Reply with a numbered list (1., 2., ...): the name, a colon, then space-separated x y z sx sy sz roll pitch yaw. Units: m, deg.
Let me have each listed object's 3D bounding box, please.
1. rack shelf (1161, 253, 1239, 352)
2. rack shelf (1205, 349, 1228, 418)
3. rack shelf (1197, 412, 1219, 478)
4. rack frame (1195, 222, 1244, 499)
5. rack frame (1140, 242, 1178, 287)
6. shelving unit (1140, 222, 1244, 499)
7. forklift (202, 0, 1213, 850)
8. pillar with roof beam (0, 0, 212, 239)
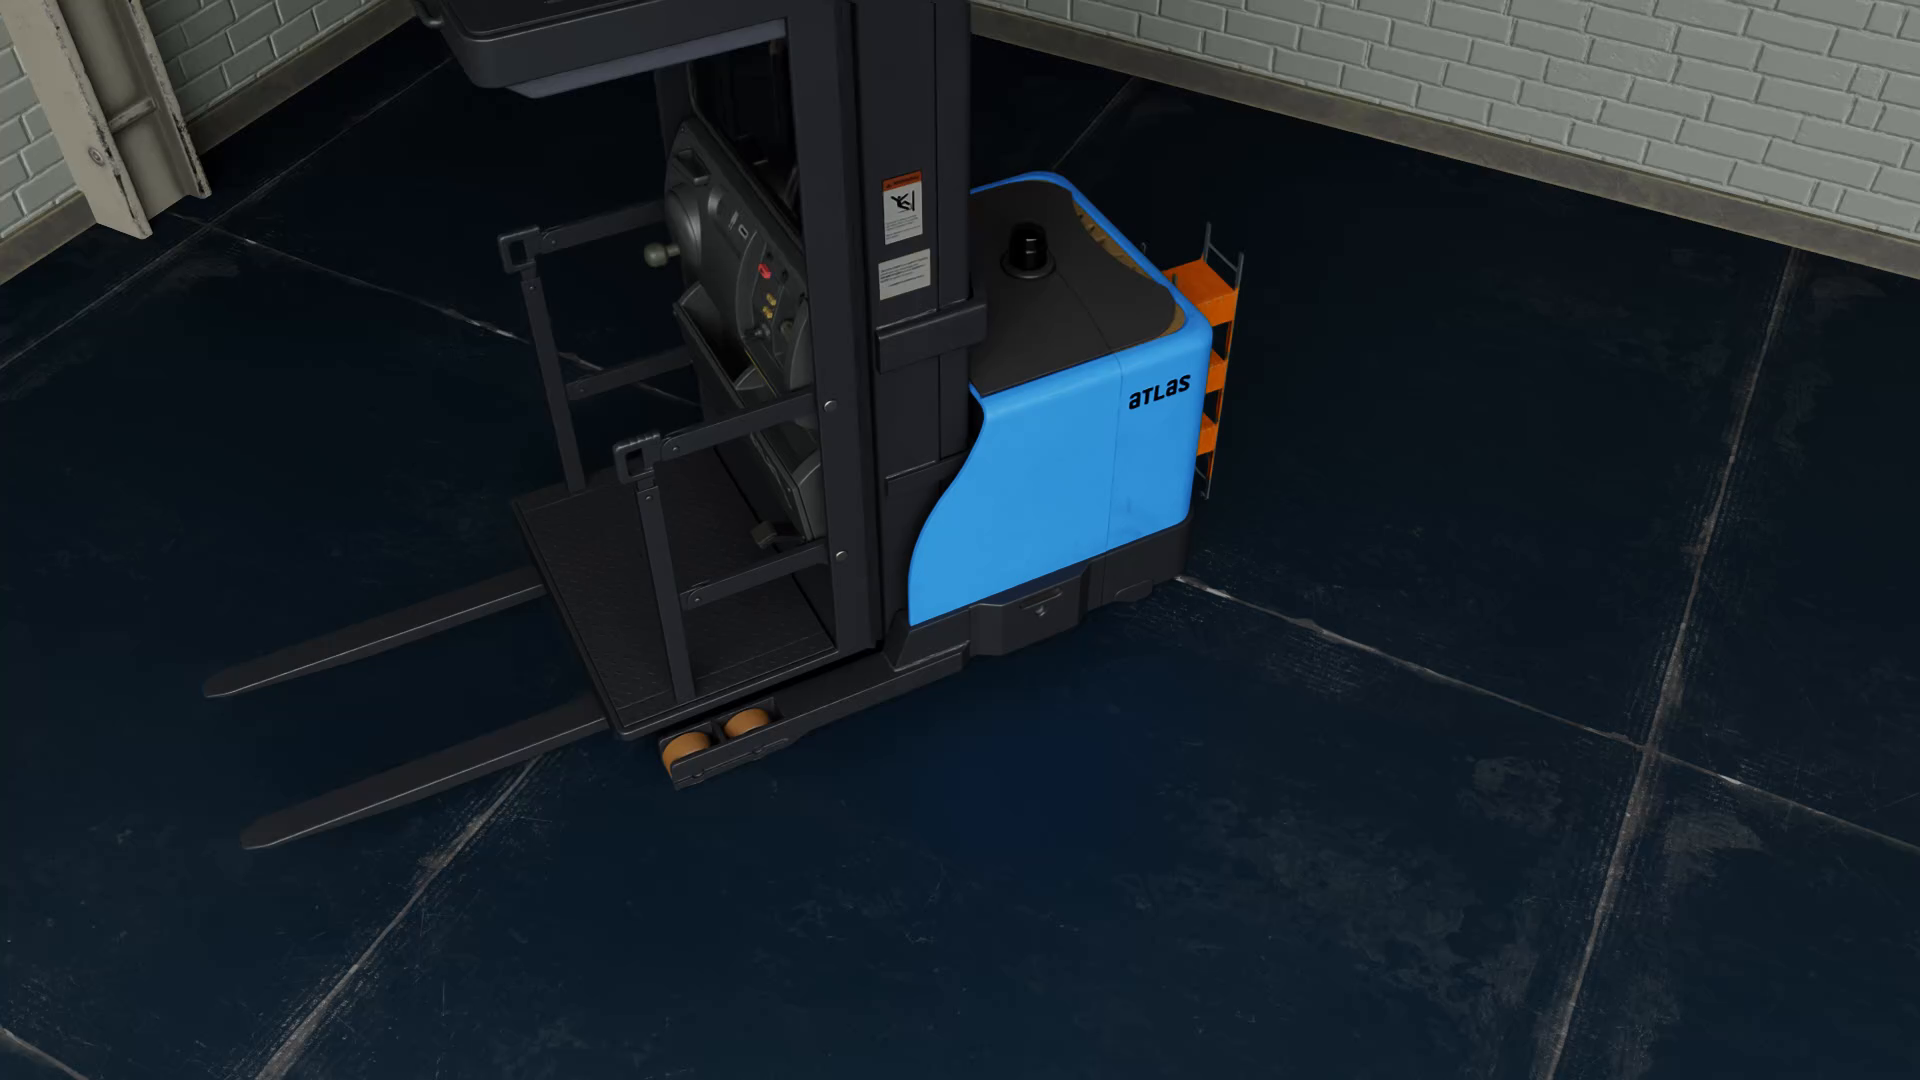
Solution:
1. rack shelf: 0.723 -0.729 5.348 0.240 0.259 0.215 -20 49 -19
2. rack shelf: 0.723 -0.529 5.550 0.240 0.259 0.215 -20 49 -19
3. rack shelf: 0.723 -0.334 5.748 0.240 0.259 0.215 -20 49 -19
4. rack frame: 0.831 -0.577 5.582 0.008 1.050 0.200 -20 49 -19
5. rack frame: 0.615 -0.497 5.503 0.008 1.050 0.200 -20 49 -19
6. shelving unit: 0.723 -0.537 5.542 0.252 1.050 0.215 -20 49 -19
7. forklift: -0.787 -0.723 4.404 3.031 2.935 1.130 -20 49 -19
8. pillar with roof beam: 0.331 -3.182 2.568 9.100 9.000 0.400 20 49 19
